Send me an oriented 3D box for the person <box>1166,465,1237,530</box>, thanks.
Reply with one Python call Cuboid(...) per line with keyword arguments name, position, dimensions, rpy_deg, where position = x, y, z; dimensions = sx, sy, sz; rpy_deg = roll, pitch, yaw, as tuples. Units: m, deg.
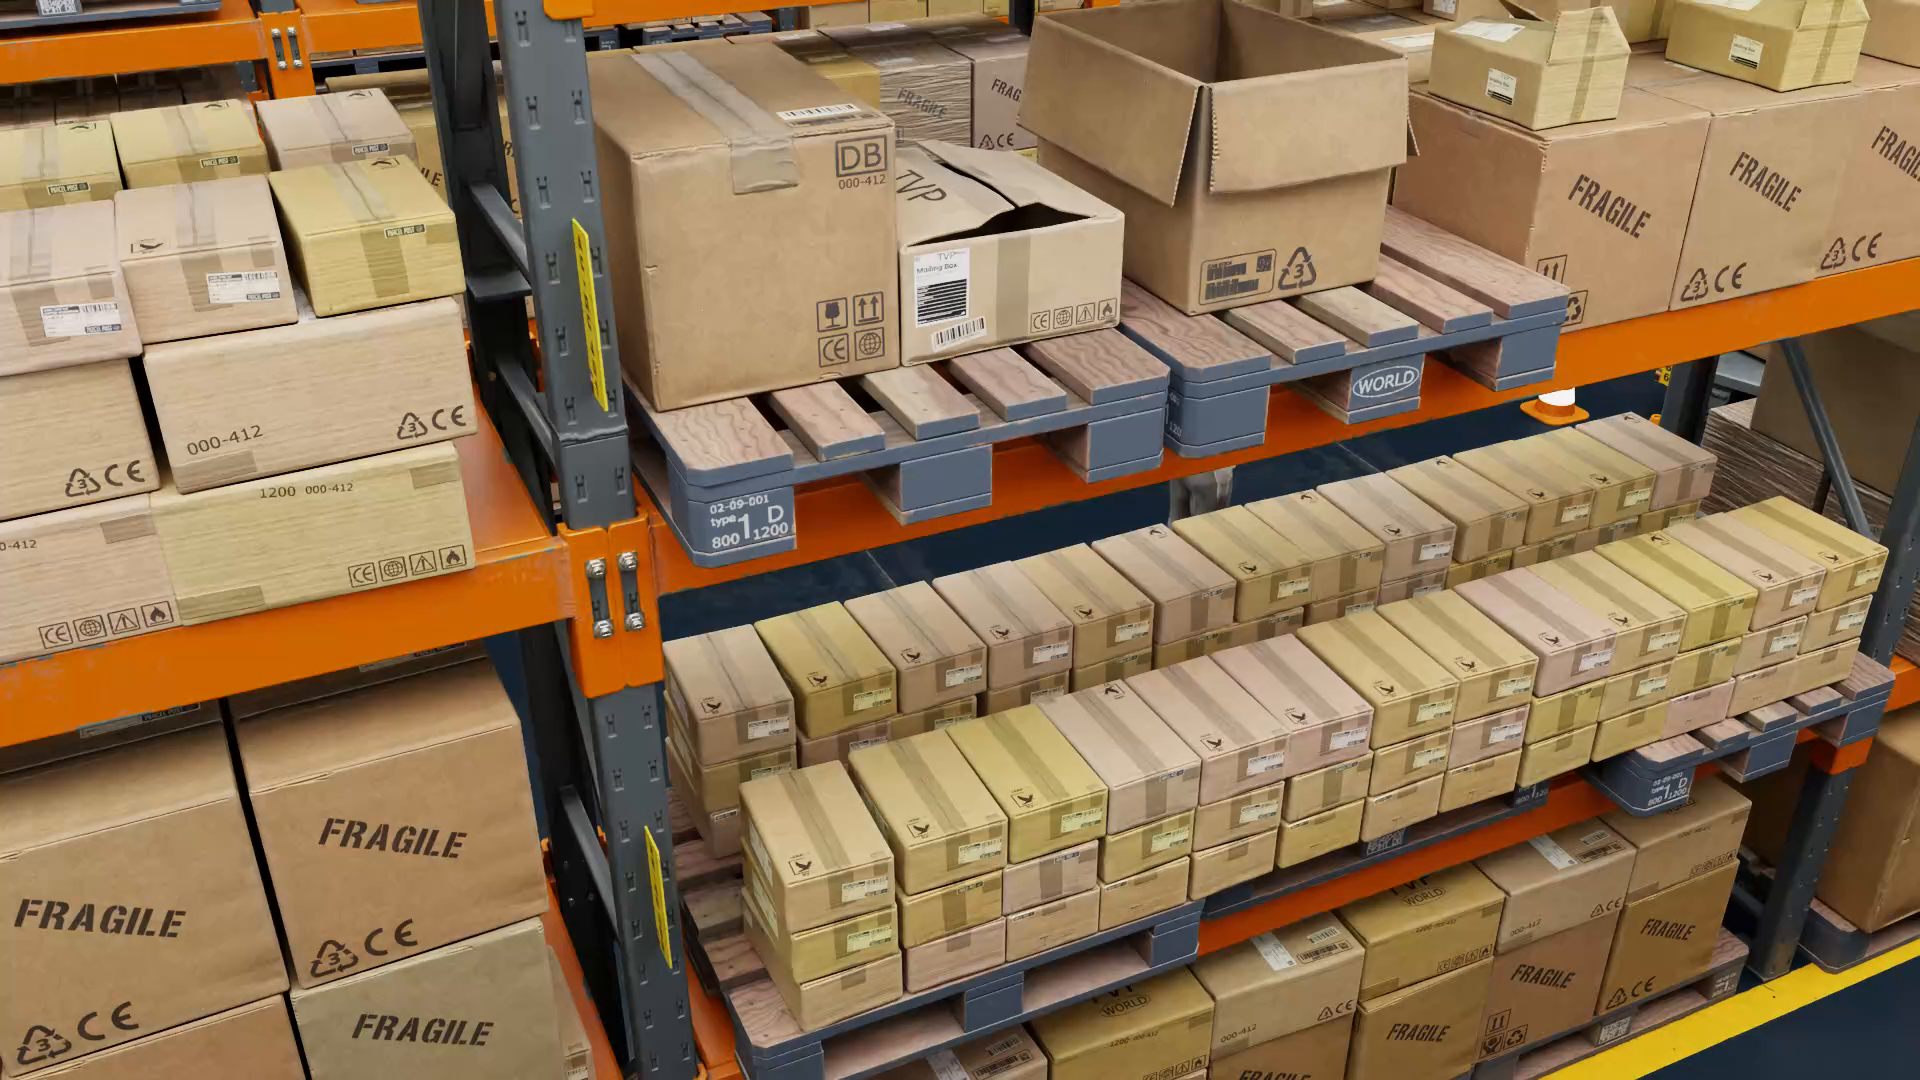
Cuboid(name="person", position=(1.118, -0.356, 7.736), dimensions=(0.345, 1.691, 0.469), rpy_deg=(-12, 32, -21))
